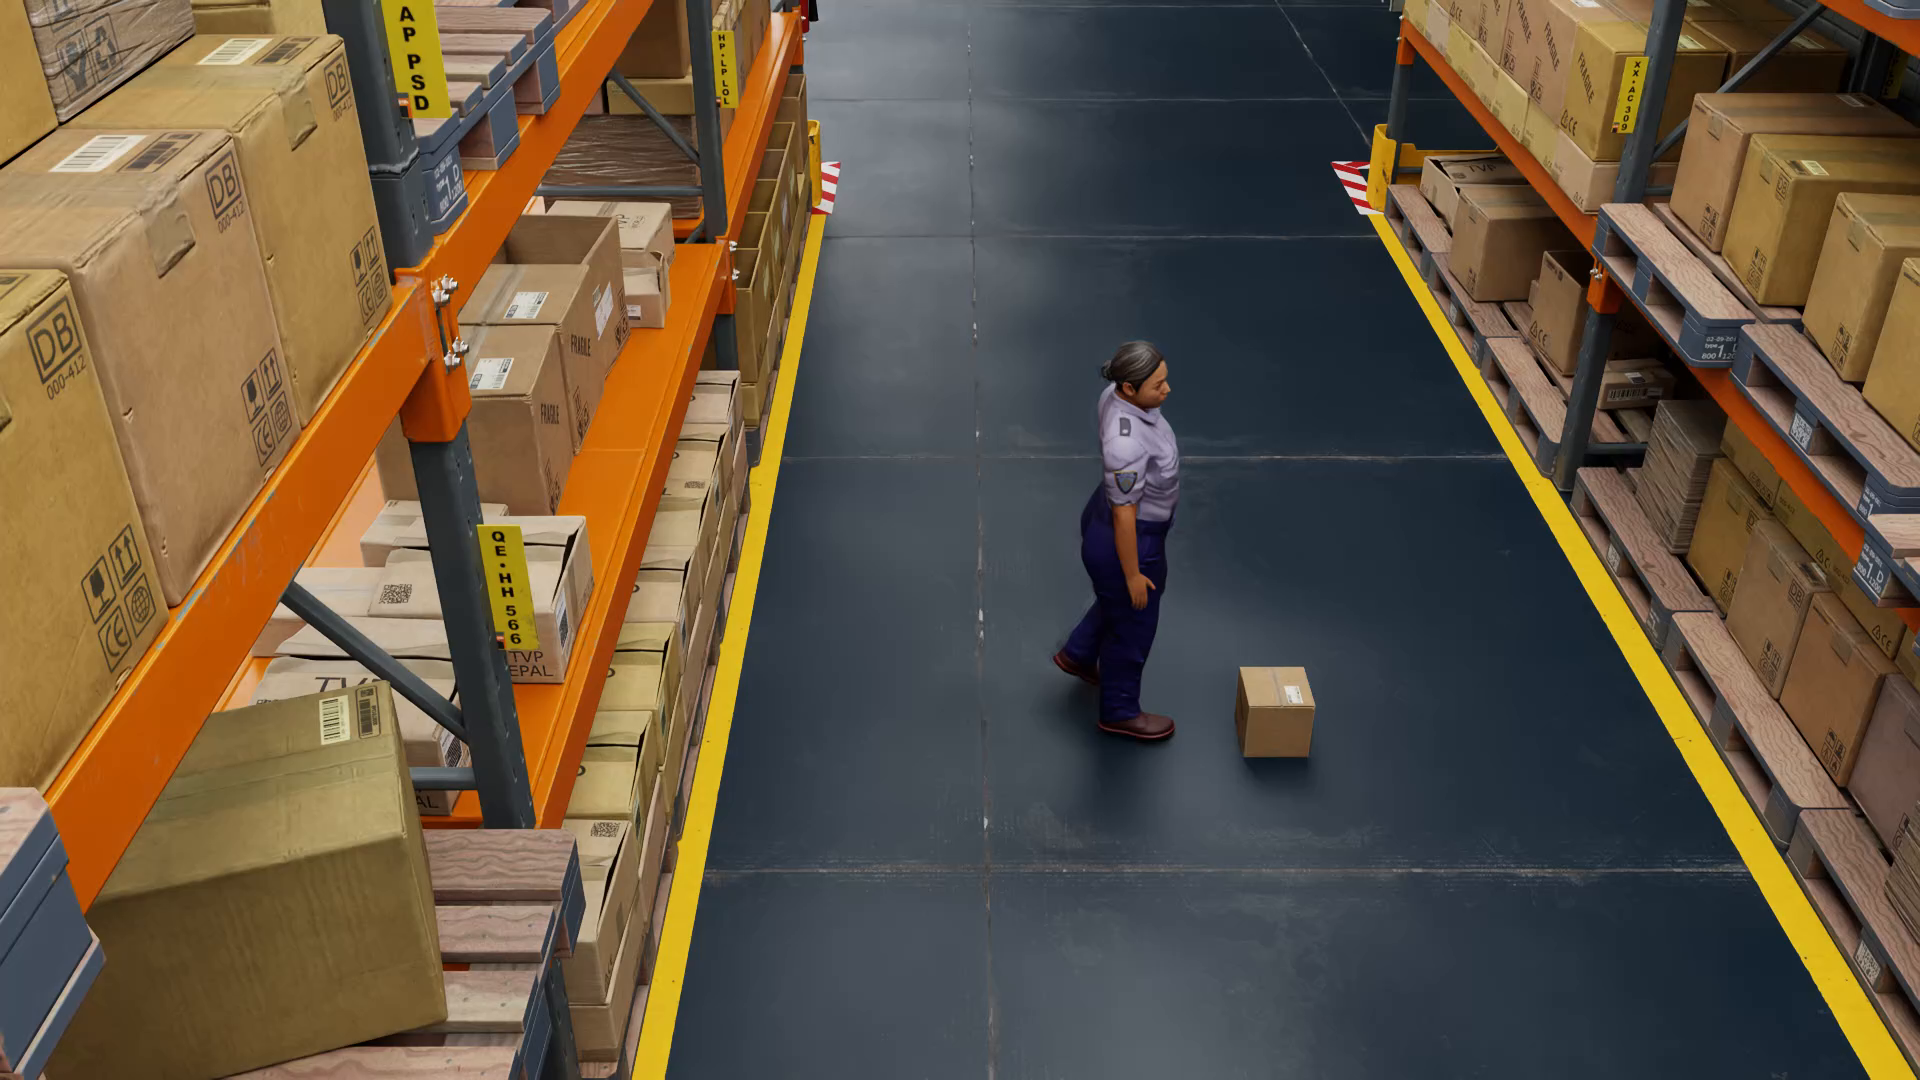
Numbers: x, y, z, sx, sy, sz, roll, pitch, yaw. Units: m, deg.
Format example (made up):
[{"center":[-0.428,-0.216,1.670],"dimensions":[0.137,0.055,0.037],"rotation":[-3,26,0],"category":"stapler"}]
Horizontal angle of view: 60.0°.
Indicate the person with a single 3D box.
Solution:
[{"center":[0.602,-0.001,6.130],"dimensions":[0.472,1.661,0.569],"rotation":[1,32,1],"category":"person"}]
